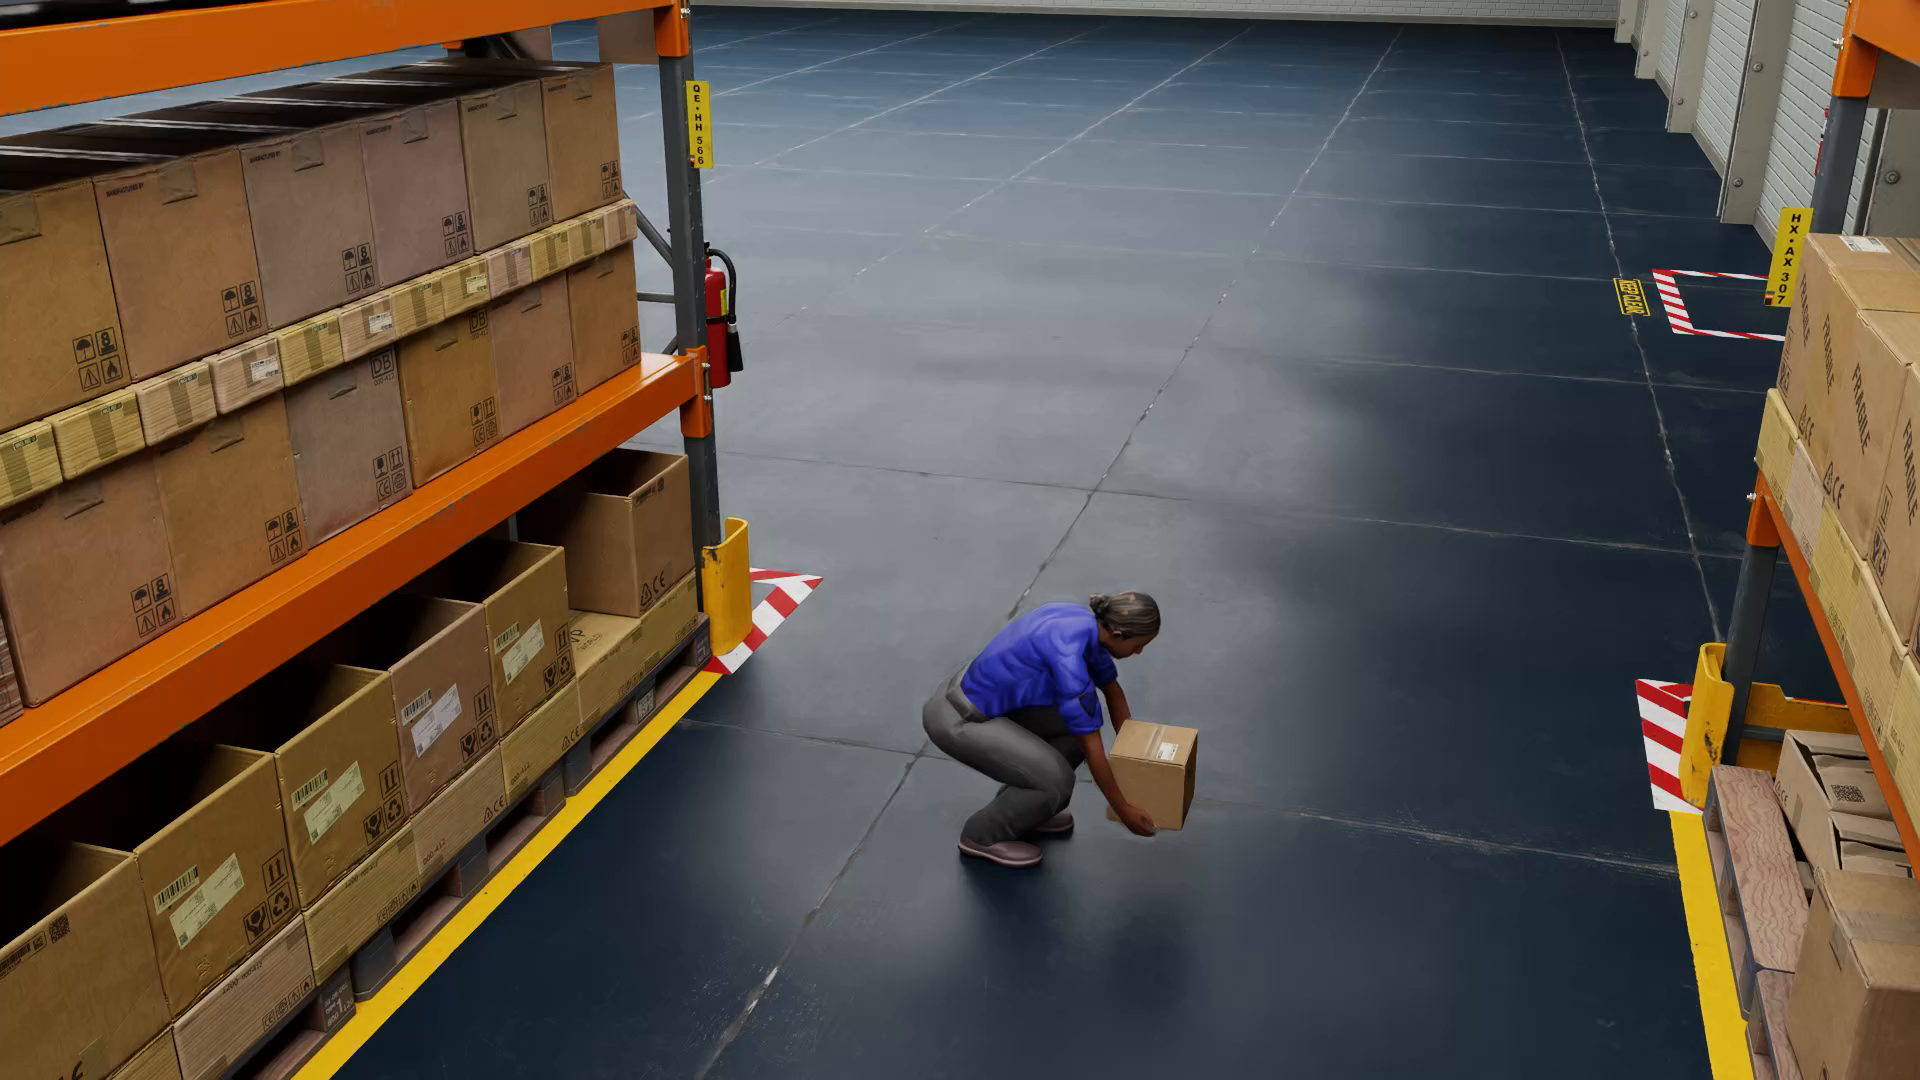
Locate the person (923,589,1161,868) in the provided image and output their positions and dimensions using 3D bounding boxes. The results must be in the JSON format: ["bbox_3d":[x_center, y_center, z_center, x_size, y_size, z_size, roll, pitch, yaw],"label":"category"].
[{"bbox_3d":[0.294,0.596,5.568,0.810,0.958,0.485,6,23,15],"label":"person"}]
